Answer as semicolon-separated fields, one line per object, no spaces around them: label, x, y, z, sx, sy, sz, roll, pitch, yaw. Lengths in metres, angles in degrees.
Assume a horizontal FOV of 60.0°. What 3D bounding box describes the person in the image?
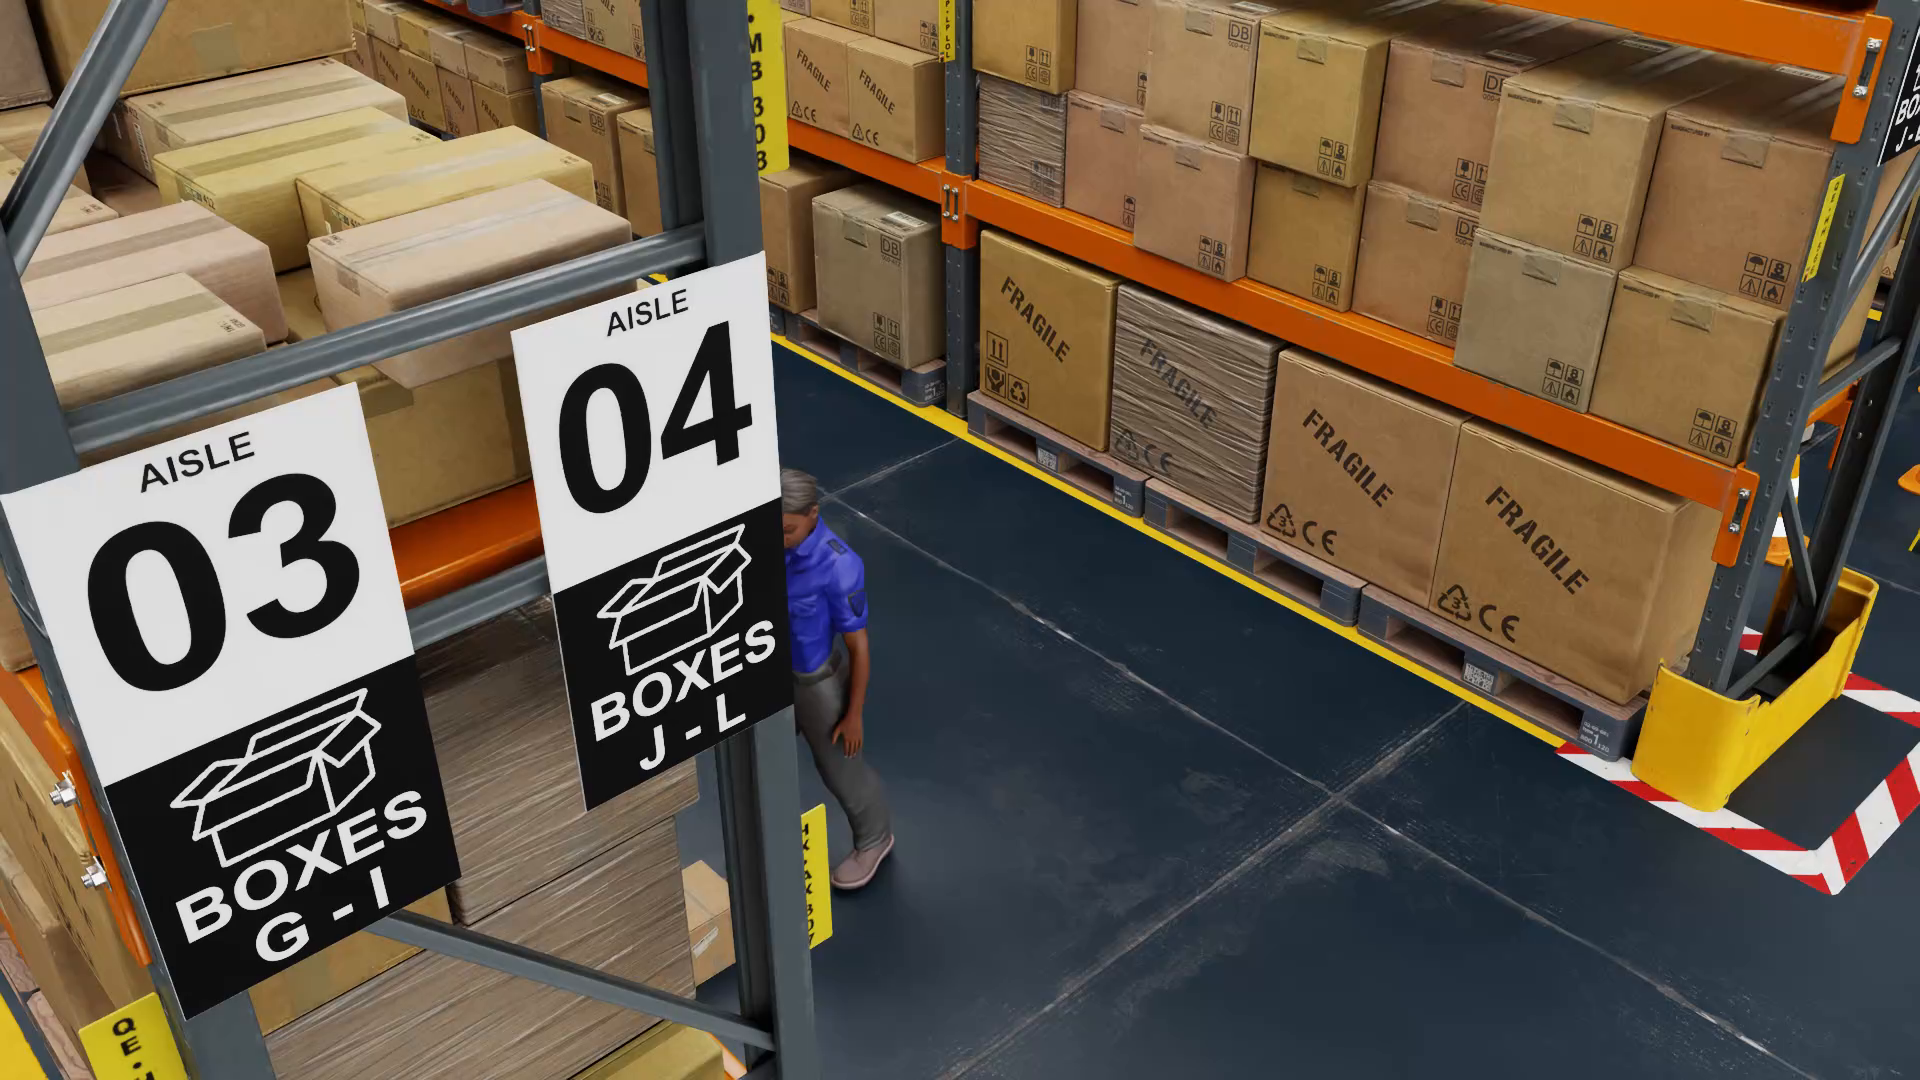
person;-0.498;0.455;5.345;0.484;1.575;0.561;24;39;33
